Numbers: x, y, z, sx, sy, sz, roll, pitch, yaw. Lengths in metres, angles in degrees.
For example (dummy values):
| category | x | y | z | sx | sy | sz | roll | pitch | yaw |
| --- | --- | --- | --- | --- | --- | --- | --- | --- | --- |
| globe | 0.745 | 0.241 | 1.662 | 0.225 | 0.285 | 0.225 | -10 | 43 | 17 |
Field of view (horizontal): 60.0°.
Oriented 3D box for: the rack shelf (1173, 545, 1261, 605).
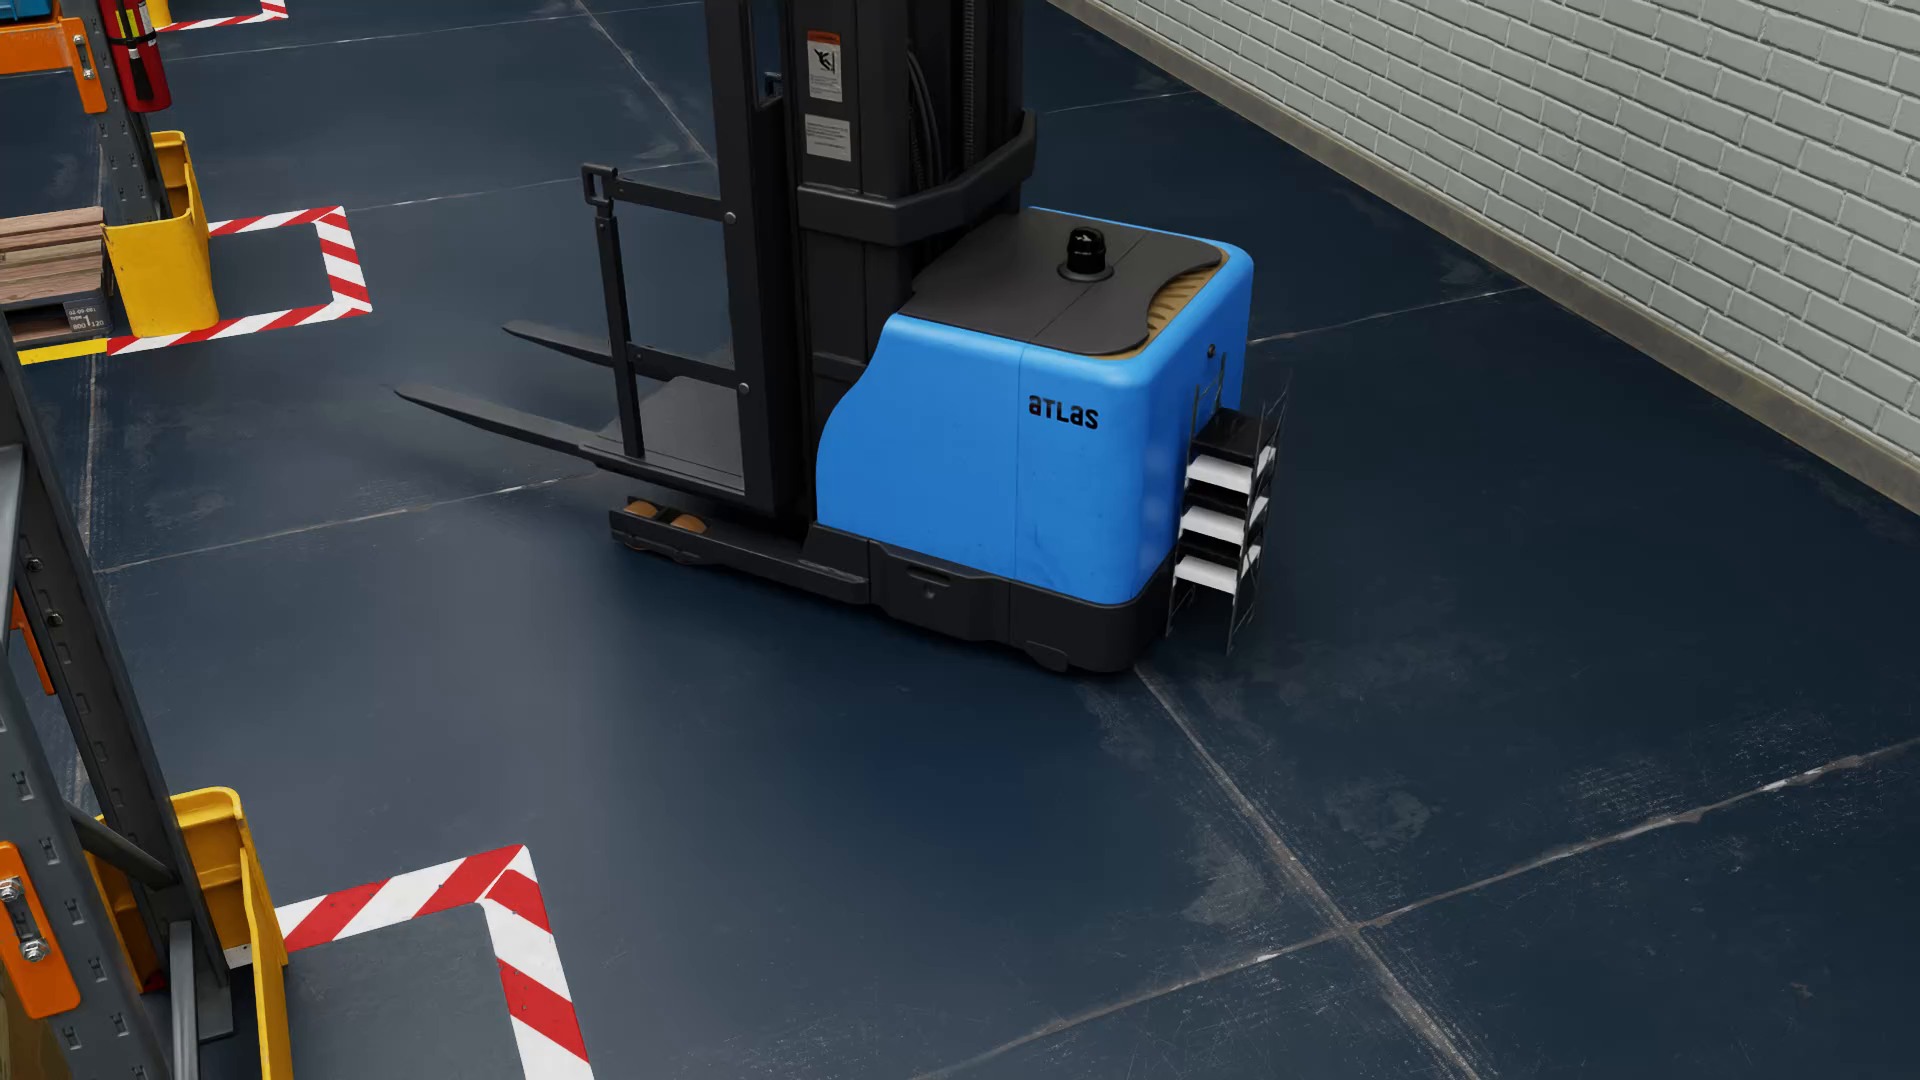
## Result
| category | x | y | z | sx | sy | sz | roll | pitch | yaw |
| --- | --- | --- | --- | --- | --- | --- | --- | --- | --- |
| rack shelf | 0.805 | 0.080 | 5.186 | 0.200 | 0.077 | 0.258 | 18 | 37 | 22 |

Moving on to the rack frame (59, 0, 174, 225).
| category | x | y | z | sx | sy | sz | roll | pitch | yaw |
| --- | --- | --- | --- | --- | --- | --- | --- | --- | --- |
| rack frame | -3.589 | -2.421 | 6.720 | 0.127 | 3.000 | 1.000 | -13 | 35 | -19 |

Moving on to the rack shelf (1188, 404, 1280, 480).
| category | x | y | z | sx | sy | sz | roll | pitch | yaw |
| --- | --- | --- | --- | --- | --- | --- | --- | --- | --- |
| rack shelf | 0.818 | -0.293 | 4.935 | 0.200 | 0.077 | 0.258 | 18 | 37 | 22 |

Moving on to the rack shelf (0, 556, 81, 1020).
| category | x | y | z | sx | sy | sz | roll | pitch | yaw |
| --- | --- | --- | --- | --- | --- | --- | --- | --- | --- |
| rack shelf | -3.516 | 0.794 | 2.440 | 4.000 | 0.370 | 1.077 | -13 | 35 | -19 |

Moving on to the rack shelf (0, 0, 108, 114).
| category | x | y | z | sx | sy | sz | roll | pitch | yaw |
| --- | --- | --- | --- | --- | --- | --- | --- | --- | --- |
| rack shelf | -5.434 | -1.697 | 6.267 | 4.000 | 0.370 | 1.077 | -13 | 35 | -19 |

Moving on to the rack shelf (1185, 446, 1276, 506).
| category | x | y | z | sx | sy | sz | roll | pitch | yaw |
| --- | --- | --- | --- | --- | --- | --- | --- | --- | --- |
| rack shelf | 0.815 | -0.218 | 4.985 | 0.200 | 0.077 | 0.258 | 18 | 37 | 22 |

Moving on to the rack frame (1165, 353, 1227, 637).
| category | x | y | z | sx | sy | sz | roll | pitch | yaw |
| --- | --- | --- | --- | --- | --- | --- | --- | --- | --- |
| rack frame | 0.721 | -0.125 | 5.105 | 0.006 | 0.900 | 0.240 | 18 | 37 | 22 |

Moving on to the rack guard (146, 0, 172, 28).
| category | x | y | z | sx | sy | sz | roll | pitch | yaw |
| --- | --- | --- | --- | --- | --- | --- | --- | --- | --- |
| rack guard | -5.574 | -3.849 | 11.207 | 0.348 | 0.500 | 1.175 | -13 | 35 | -19 |

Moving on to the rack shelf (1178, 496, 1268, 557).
| category | x | y | z | sx | sy | sz | roll | pitch | yaw |
| --- | --- | --- | --- | --- | --- | --- | --- | --- | --- |
| rack shelf | 0.810 | -0.069 | 5.086 | 0.200 | 0.077 | 0.258 | 18 | 37 | 22 |

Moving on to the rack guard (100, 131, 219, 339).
| category | x | y | z | sx | sy | sz | roll | pitch | yaw |
| --- | --- | --- | --- | --- | --- | --- | --- | --- | --- |
| rack guard | -3.572 | -1.385 | 7.420 | 0.348 | 0.500 | 1.175 | -13 | 35 | -19 |

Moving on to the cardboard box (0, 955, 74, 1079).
| category | x | y | z | sx | sy | sz | roll | pitch | yaw |
| --- | --- | --- | --- | --- | --- | --- | --- | --- | --- |
| cardboard box | -2.231 | 0.960 | 3.088 | 0.875 | 0.875 | 0.875 | -13 | 35 | -19 |

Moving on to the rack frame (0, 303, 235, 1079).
| category | x | y | z | sx | sy | sz | roll | pitch | yaw |
| --- | --- | --- | --- | --- | --- | --- | --- | --- | --- |
| rack frame | -1.672 | 0.070 | 2.892 | 0.127 | 3.000 | 1.000 | -13 | 35 | -19 |

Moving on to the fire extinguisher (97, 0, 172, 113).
| category | x | y | z | sx | sy | sz | roll | pitch | yaw |
| --- | --- | --- | --- | --- | --- | --- | --- | --- | --- |
| fire extinguisher | -3.274 | -2.035 | 6.541 | 0.183 | 0.674 | 0.296 | -13 | 35 | -19 |

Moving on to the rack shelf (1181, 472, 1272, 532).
| category | x | y | z | sx | sy | sz | roll | pitch | yaw |
| --- | --- | --- | --- | --- | --- | --- | --- | --- | --- |
| rack shelf | 0.813 | -0.144 | 5.036 | 0.200 | 0.077 | 0.258 | 18 | 37 | 22 |

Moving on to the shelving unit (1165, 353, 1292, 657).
| category | x | y | z | sx | sy | sz | roll | pitch | yaw |
| --- | --- | --- | --- | --- | --- | --- | --- | --- | --- |
| shelving unit | 0.811 | -0.097 | 5.067 | 0.210 | 0.900 | 0.258 | 18 | 37 | 22 |

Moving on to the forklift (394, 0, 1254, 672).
| category | x | y | z | sx | sy | sz | roll | pitch | yaw |
| --- | --- | --- | --- | --- | --- | --- | --- | --- | --- |
| forklift | -0.617 | -1.382 | 5.187 | 3.031 | 2.935 | 1.130 | 16 | 36 | 23 |

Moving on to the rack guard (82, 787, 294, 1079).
| category | x | y | z | sx | sy | sz | roll | pitch | yaw |
| --- | --- | --- | --- | --- | --- | --- | --- | --- | --- |
| rack guard | -1.650 | 1.112 | 3.582 | 0.348 | 0.500 | 1.175 | -13 | 35 | -19 |

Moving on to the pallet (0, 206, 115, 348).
| category | x | y | z | sx | sy | sz | roll | pitch | yaw |
| --- | --- | --- | --- | --- | --- | --- | --- | --- | --- |
| pallet | -4.365 | -1.097 | 7.243 | 1.213 | 0.211 | 1.003 | -13 | 35 | -19 |

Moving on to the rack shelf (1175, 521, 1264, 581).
| category | x | y | z | sx | sy | sz | roll | pitch | yaw |
| --- | --- | --- | --- | --- | --- | --- | --- | --- | --- |
| rack shelf | 0.808 | 0.006 | 5.136 | 0.200 | 0.077 | 0.258 | 18 | 37 | 22 |

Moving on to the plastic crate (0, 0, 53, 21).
| category | x | y | z | sx | sy | sz | roll | pitch | yaw |
| --- | --- | --- | --- | --- | --- | --- | --- | --- | --- |
| plastic crate | -3.826 | -2.296 | 6.441 | 0.499 | 0.435 | 0.616 | -13 | 35 | -19 |

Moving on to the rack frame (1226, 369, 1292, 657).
| category | x | y | z | sx | sy | sz | roll | pitch | yaw |
| --- | --- | --- | --- | --- | --- | --- | --- | --- | --- |
| rack frame | 0.901 | -0.068 | 5.029 | 0.006 | 0.900 | 0.240 | 18 | 37 | 22 |
